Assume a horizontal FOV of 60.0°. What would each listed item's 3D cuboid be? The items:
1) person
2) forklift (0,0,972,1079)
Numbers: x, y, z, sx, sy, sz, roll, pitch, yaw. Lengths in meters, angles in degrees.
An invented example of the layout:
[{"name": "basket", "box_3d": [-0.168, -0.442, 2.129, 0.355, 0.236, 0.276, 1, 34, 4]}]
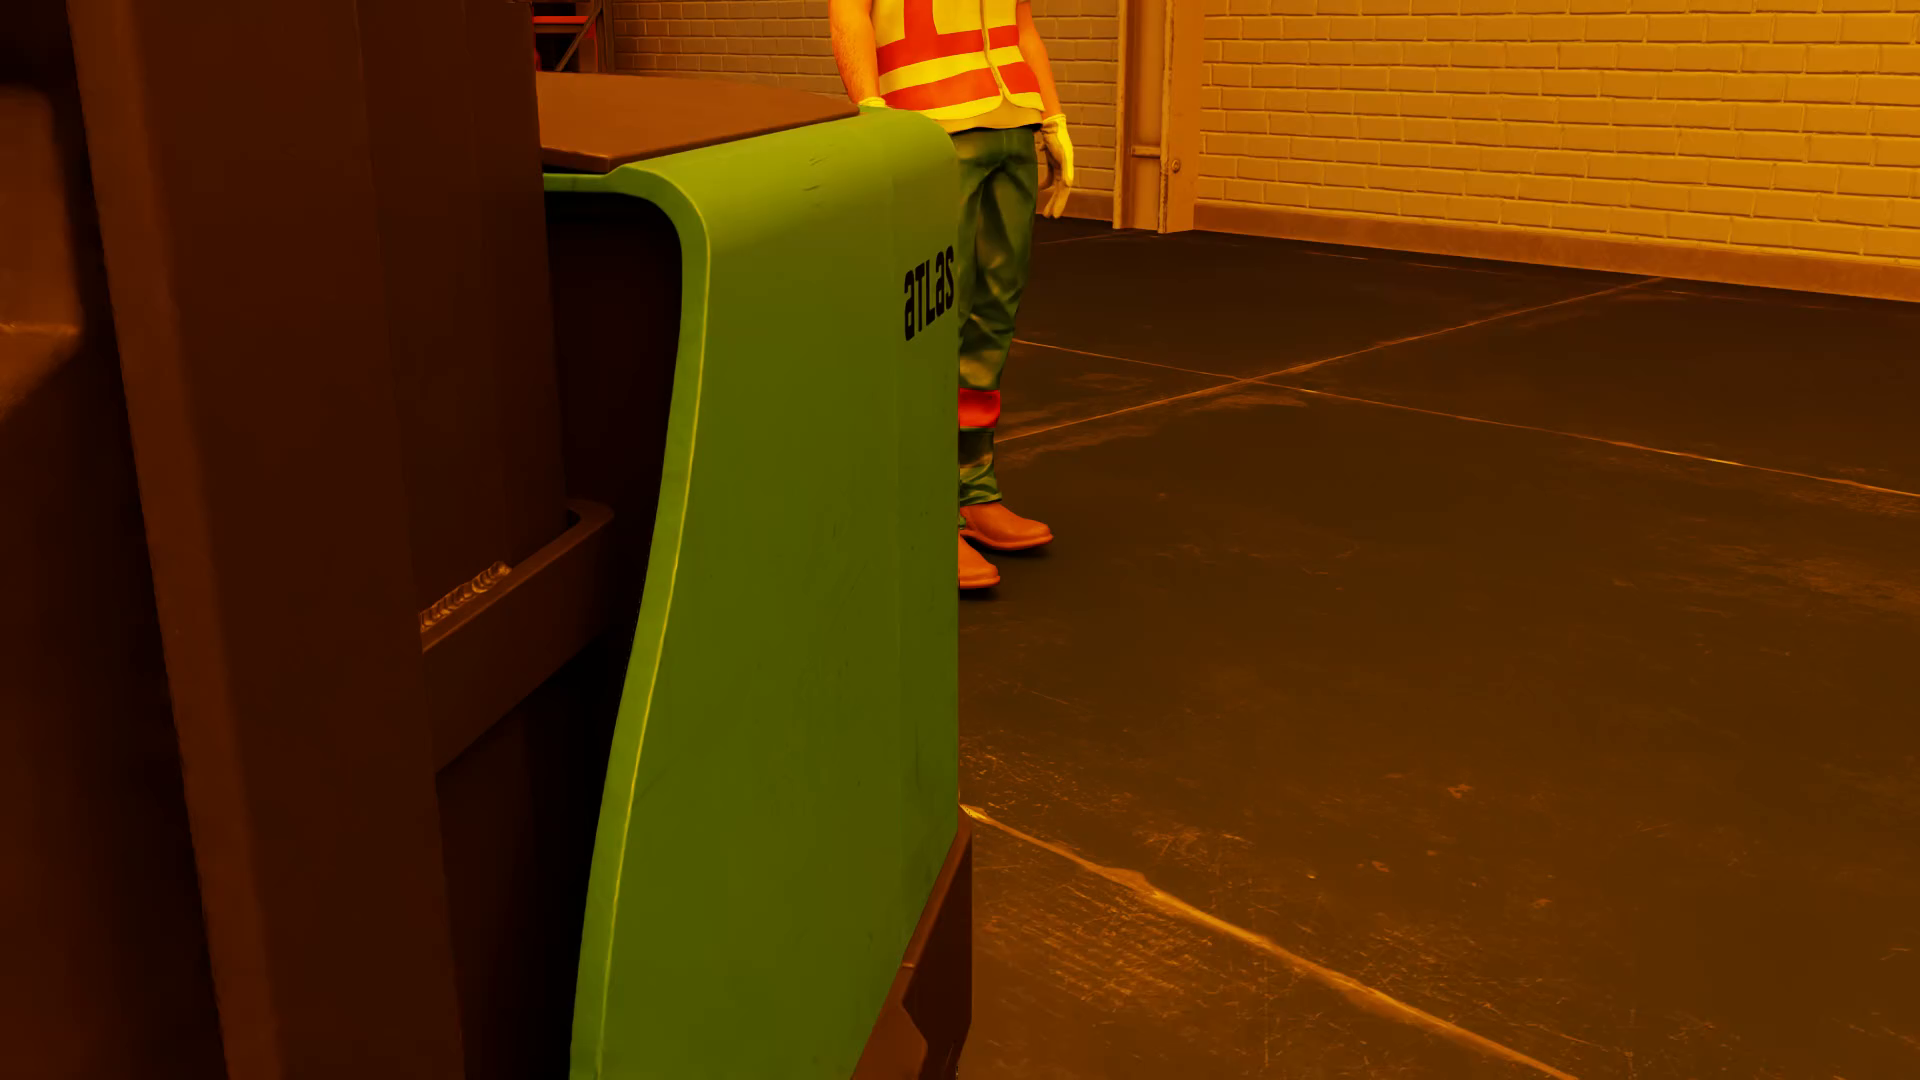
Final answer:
[{"name": "person", "box_3d": [0.048, -0.843, 3.567, 0.564, 1.787, 0.637, 16, 23, 42]}, {"name": "forklift", "box_3d": [-0.779, -0.407, 0.240, 1.130, 2.935, 3.031, 3, 17, 11]}]
